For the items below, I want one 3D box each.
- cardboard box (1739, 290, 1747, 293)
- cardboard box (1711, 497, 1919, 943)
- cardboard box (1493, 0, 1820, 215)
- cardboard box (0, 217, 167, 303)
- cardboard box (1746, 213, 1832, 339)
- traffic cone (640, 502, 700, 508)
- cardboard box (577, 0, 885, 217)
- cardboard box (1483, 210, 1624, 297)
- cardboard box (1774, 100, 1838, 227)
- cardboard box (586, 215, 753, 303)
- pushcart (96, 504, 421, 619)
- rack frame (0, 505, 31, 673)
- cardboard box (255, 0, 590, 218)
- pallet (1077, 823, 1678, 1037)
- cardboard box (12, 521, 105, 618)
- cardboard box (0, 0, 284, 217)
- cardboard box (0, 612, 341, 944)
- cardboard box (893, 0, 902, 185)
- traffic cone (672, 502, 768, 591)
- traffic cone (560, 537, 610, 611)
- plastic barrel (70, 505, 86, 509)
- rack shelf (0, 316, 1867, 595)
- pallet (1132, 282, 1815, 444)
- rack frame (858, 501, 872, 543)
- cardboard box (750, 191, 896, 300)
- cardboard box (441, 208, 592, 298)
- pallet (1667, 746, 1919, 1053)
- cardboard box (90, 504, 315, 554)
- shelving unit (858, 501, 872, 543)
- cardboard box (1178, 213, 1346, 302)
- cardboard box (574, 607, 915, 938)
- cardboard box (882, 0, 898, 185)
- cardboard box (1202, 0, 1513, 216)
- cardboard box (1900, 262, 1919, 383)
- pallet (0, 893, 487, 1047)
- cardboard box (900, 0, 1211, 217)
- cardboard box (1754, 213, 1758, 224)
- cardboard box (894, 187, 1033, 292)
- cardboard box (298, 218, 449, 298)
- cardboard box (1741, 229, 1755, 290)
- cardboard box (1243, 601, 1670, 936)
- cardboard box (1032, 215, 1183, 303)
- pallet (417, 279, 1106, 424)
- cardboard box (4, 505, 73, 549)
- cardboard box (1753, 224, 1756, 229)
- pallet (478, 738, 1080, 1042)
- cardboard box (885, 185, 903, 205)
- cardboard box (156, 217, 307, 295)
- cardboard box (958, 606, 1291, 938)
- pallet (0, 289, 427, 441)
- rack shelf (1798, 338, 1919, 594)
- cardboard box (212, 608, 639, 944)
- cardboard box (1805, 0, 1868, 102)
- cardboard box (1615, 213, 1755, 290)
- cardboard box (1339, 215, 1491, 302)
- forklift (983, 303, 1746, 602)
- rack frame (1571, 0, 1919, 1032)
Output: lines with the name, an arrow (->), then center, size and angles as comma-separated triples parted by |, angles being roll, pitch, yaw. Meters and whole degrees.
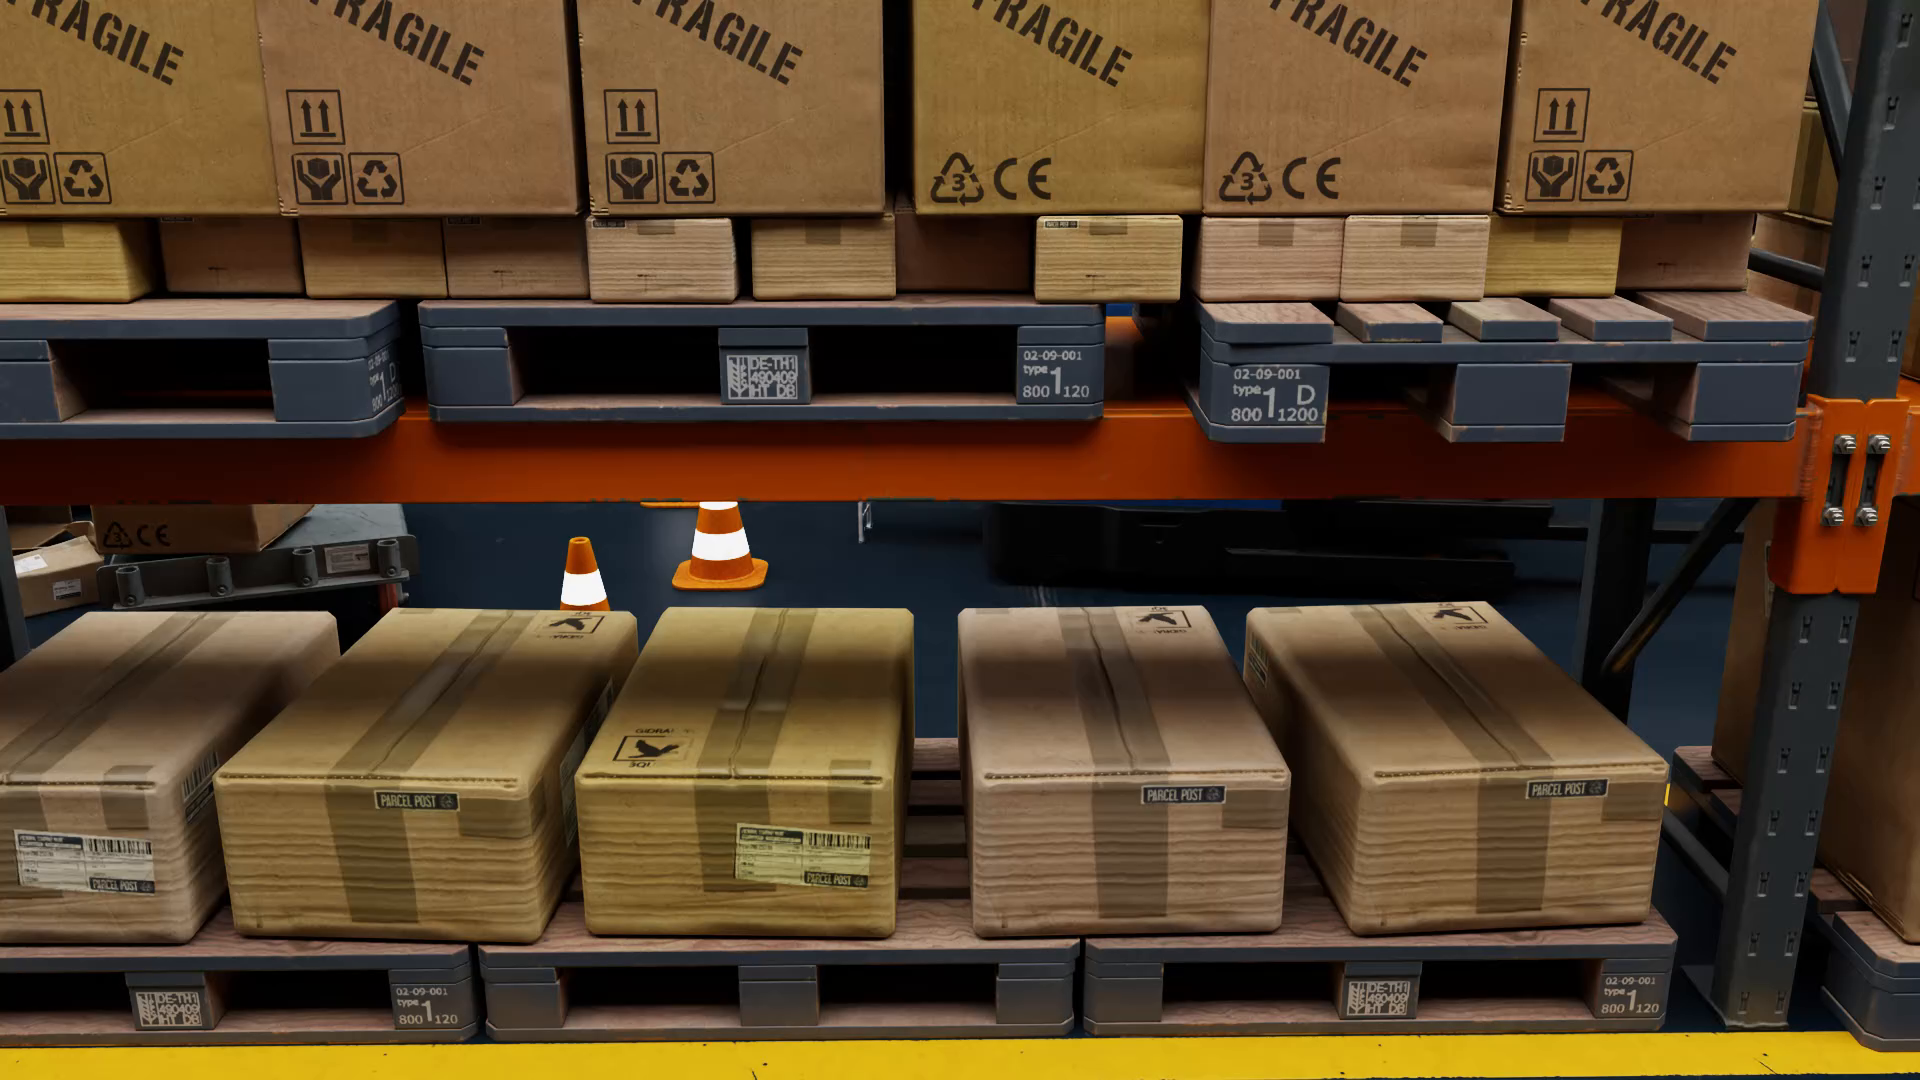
cardboard box -> 3.684, -1.030, 8.254 | 0.500, 0.500, 0.500 | -1, 18, -2
cardboard box -> 2.318, 0.260, 3.618 | 0.875, 0.875, 0.875 | 0, 18, -1
cardboard box -> 1.176, -0.876, 3.030 | 0.500, 0.500, 0.500 | -1, 18, -2
cardboard box -> -1.566, -0.540, 3.043 | 0.250, 0.149, 0.380 | 0, 18, 0
cardboard box -> 2.127, -0.584, 3.704 | 0.500, 0.250, 0.500 | -1, 18, -3
traffic cone -> -1.188, -0.403, 7.047 | 0.334, 0.463, 0.336 | 0, 18, -1
cardboard box -> -0.392, -0.865, 2.996 | 0.500, 0.500, 0.500 | -1, 18, -3
cardboard box -> 1.035, -0.558, 3.099 | 0.250, 0.149, 0.380 | 0, 18, 0
cardboard box -> 2.106, -0.821, 3.622 | 0.500, 0.250, 0.500 | 0, 18, -1
cardboard box -> -0.512, -0.539, 3.041 | 0.250, 0.149, 0.380 | 0, 18, 1
pushcart -> -2.460, -0.002, 5.937 | 0.936, 0.377, 1.648 | -7, 19, -20
rack frame -> -2.374, -0.555, 3.366 | 0.127, 3.000, 1.000 | 0, 18, -1
cardboard box -> -0.905, -0.859, 2.978 | 0.500, 0.500, 0.500 | 0, 18, -1
pallet -> 0.844, 0.757, 3.842 | 1.213, 0.211, 1.003 | 0, 18, -1
cardboard box -> -3.222, 0.096, 5.815 | 0.396, 0.266, 0.258 | -15, 23, -39
cardboard box -> -1.400, -0.861, 2.983 | 0.500, 0.500, 0.500 | 0, 18, -1
cardboard box -> -1.849, 0.493, 3.714 | 0.625, 0.372, 0.950 | 0, 18, 0
cardboard box -> 0.120, -1.022, 3.486 | 0.500, 0.500, 0.500 | 0, 18, 0
traffic cone -> -0.882, -0.087, 6.062 | 0.334, 0.463, 0.336 | 0, 18, -1
traffic cone -> -1.156, 0.220, 5.105 | 0.334, 0.463, 0.336 | 0, 18, -1
plastic barrel -> -3.663, -0.365, 6.993 | 0.421, 0.421, 0.512 | 14, 22, 37
rack shelf -> -0.374, -0.222, 3.506 | 4.000, 0.370, 1.077 | 0, 18, -1
pallet -> 0.915, -0.447, 3.343 | 1.003, 0.211, 1.213 | 0, 18, -1
rack frame -> -0.377, -0.597, 6.445 | 0.015, 1.200, 0.240 | 2, 18, 5
cardboard box -> -0.246, -0.549, 3.073 | 0.250, 0.149, 0.380 | -1, 18, -3
cardboard box -> -0.779, -0.554, 3.086 | 0.250, 0.149, 0.380 | 0, 18, 0
pallet -> 2.415, 0.773, 3.792 | 1.213, 0.211, 1.003 | 0, 18, -1
cardboard box -> -2.432, -0.269, 5.327 | 0.500, 0.500, 0.500 | 0, 18, -1
shelving unit -> -0.134, -0.590, 6.422 | 0.503, 1.200, 0.258 | 2, 18, 5
cardboard box -> 0.532, -0.544, 3.056 | 0.250, 0.149, 0.380 | -1, 18, -3
cardboard box -> -0.435, 0.485, 3.740 | 0.625, 0.372, 0.950 | 0, 18, 1
cardboard box -> -0.380, -1.022, 3.486 | 0.500, 0.500, 0.500 | -1, 18, -3
cardboard box -> 0.659, -0.870, 3.012 | 0.500, 0.500, 0.500 | -1, 18, -2
cardboard box -> 2.119, -0.428, 3.217 | 0.500, 0.250, 0.500 | -1, 18, -2
pallet -> -1.595, 0.769, 3.805 | 1.213, 0.211, 1.003 | 0, 18, -1
cardboard box -> 0.154, -0.867, 3.003 | 0.500, 0.500, 0.500 | -1, 18, -5
cardboard box -> 4.171, -1.545, 8.631 | 0.500, 0.250, 0.500 | 0, 18, 1
cardboard box -> 0.004, -0.576, 3.155 | 0.250, 0.149, 0.380 | 0, 18, 0
cardboard box -> -1.026, -0.553, 3.084 | 0.250, 0.149, 0.380 | 0, 18, 0
cardboard box -> 3.663, -1.385, 8.133 | 0.500, 0.250, 0.500 | -1, 18, -3
cardboard box -> 1.061, 0.477, 3.765 | 0.625, 0.372, 0.950 | -1, 18, -5
cardboard box -> 0.257, -0.538, 3.039 | 0.250, 0.149, 0.380 | 0, 18, 0
pallet -> -0.353, -0.461, 3.387 | 1.213, 0.211, 1.003 | 0, 18, -1
cardboard box -> -3.722, -0.200, 6.125 | 0.503, 0.637, 0.797 | 0, 18, -1
cardboard box -> 4.191, -1.392, 8.154 | 0.500, 0.250, 0.500 | 1, 18, 2
pallet -> -0.372, 0.762, 3.826 | 1.213, 0.211, 1.003 | 0, 18, -1
cardboard box -> -0.057, -0.698, 3.536 | 0.250, 0.149, 0.380 | 0, 18, 1
cardboard box -> -1.284, -0.564, 3.120 | 0.250, 0.149, 0.380 | 1, 18, 3
cardboard box -> 0.323, 0.483, 3.746 | 0.625, 0.372, 0.950 | -1, 18, -2
pallet -> -1.607, -0.423, 3.268 | 1.213, 0.211, 1.003 | 0, 18, -1
rack shelf -> 3.626, -0.241, 3.566 | 4.000, 0.370, 1.077 | 0, 18, -1
cardboard box -> -1.131, 0.489, 3.728 | 0.625, 0.372, 0.950 | 1, 18, 3
cardboard box -> 2.139, -1.180, 3.515 | 0.500, 0.500, 0.500 | -1, 18, -2
cardboard box -> 1.302, -0.581, 3.172 | 0.250, 0.149, 0.380 | 0, 18, 1
cardboard box -> 0.784, -0.543, 3.052 | 0.250, 0.149, 0.380 | 0, 18, -1
forklift -> 1.633, -1.347, 5.949 | 3.031, 2.935, 1.130 | 2, 18, 5
rack frame -> 1.626, -0.574, 3.426 | 0.127, 3.000, 1.000 | 0, 18, -1
